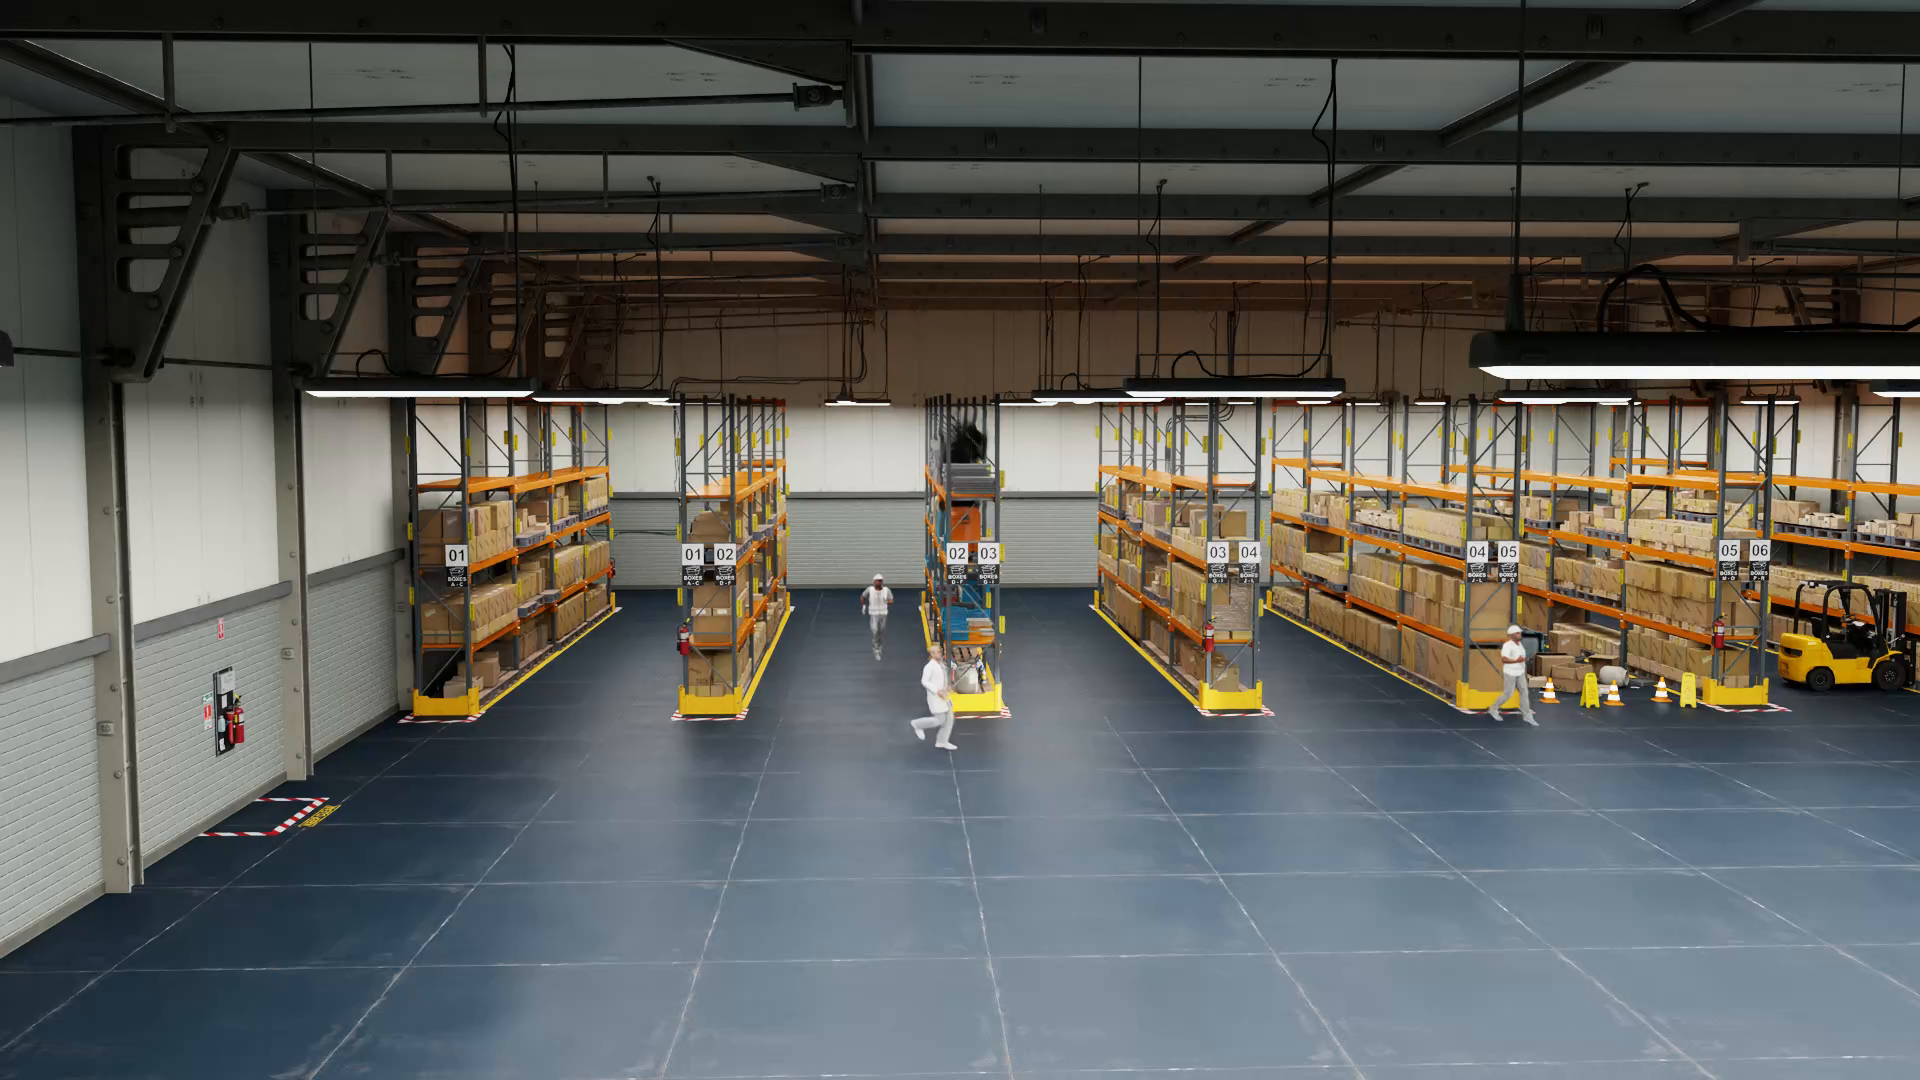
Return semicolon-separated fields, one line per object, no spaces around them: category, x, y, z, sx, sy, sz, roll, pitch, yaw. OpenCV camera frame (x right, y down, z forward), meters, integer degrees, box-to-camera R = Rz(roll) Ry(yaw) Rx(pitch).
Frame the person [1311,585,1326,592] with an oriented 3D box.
person;10.452;1.042;48.542;0.555;1.700;0.690;4;6;44

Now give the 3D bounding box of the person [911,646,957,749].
person;-0.403;2.652;28.072;0.750;1.743;0.722;2;5;22

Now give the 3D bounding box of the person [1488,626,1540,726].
person;10.017;2.440;30.066;0.698;1.793;0.914;-4;6;-42

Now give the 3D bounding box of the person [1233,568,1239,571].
person;7.800;1.072;47.422;0.582;1.572;0.662;2;5;25

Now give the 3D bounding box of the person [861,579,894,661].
person;-1.784;1.678;36.282;0.664;1.798;0.839;-1;5;-15
